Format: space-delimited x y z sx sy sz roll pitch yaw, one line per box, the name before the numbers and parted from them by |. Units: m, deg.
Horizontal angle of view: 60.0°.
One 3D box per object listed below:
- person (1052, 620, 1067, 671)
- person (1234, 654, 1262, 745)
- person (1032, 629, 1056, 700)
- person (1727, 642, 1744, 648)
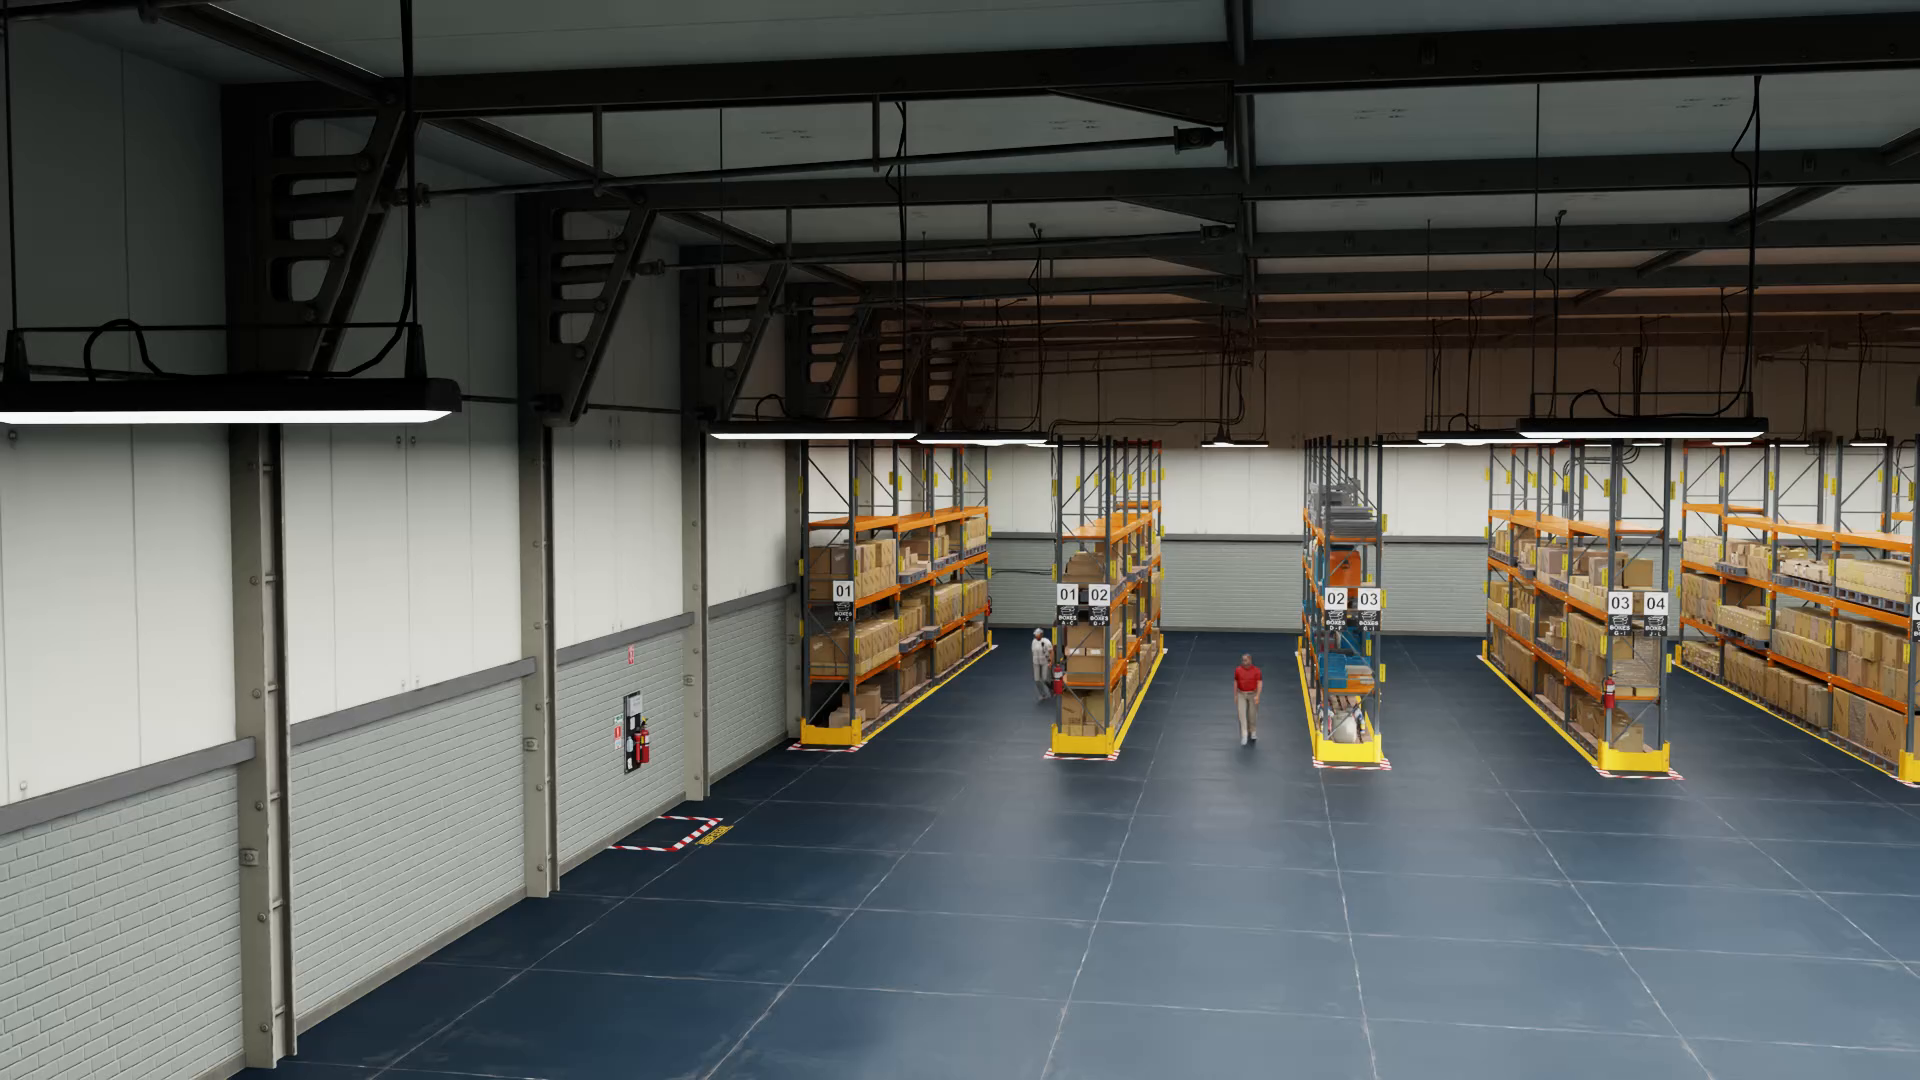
person | 2.567 2.617 41.342 0.651 1.827 0.659 1 3 24
person | 5.651 3.119 32.656 0.560 1.769 0.770 1 3 15
person | 1.903 2.844 38.197 0.554 1.645 0.540 2 3 26
person | 21.250 2.448 45.346 0.869 1.623 0.446 2 4 29
